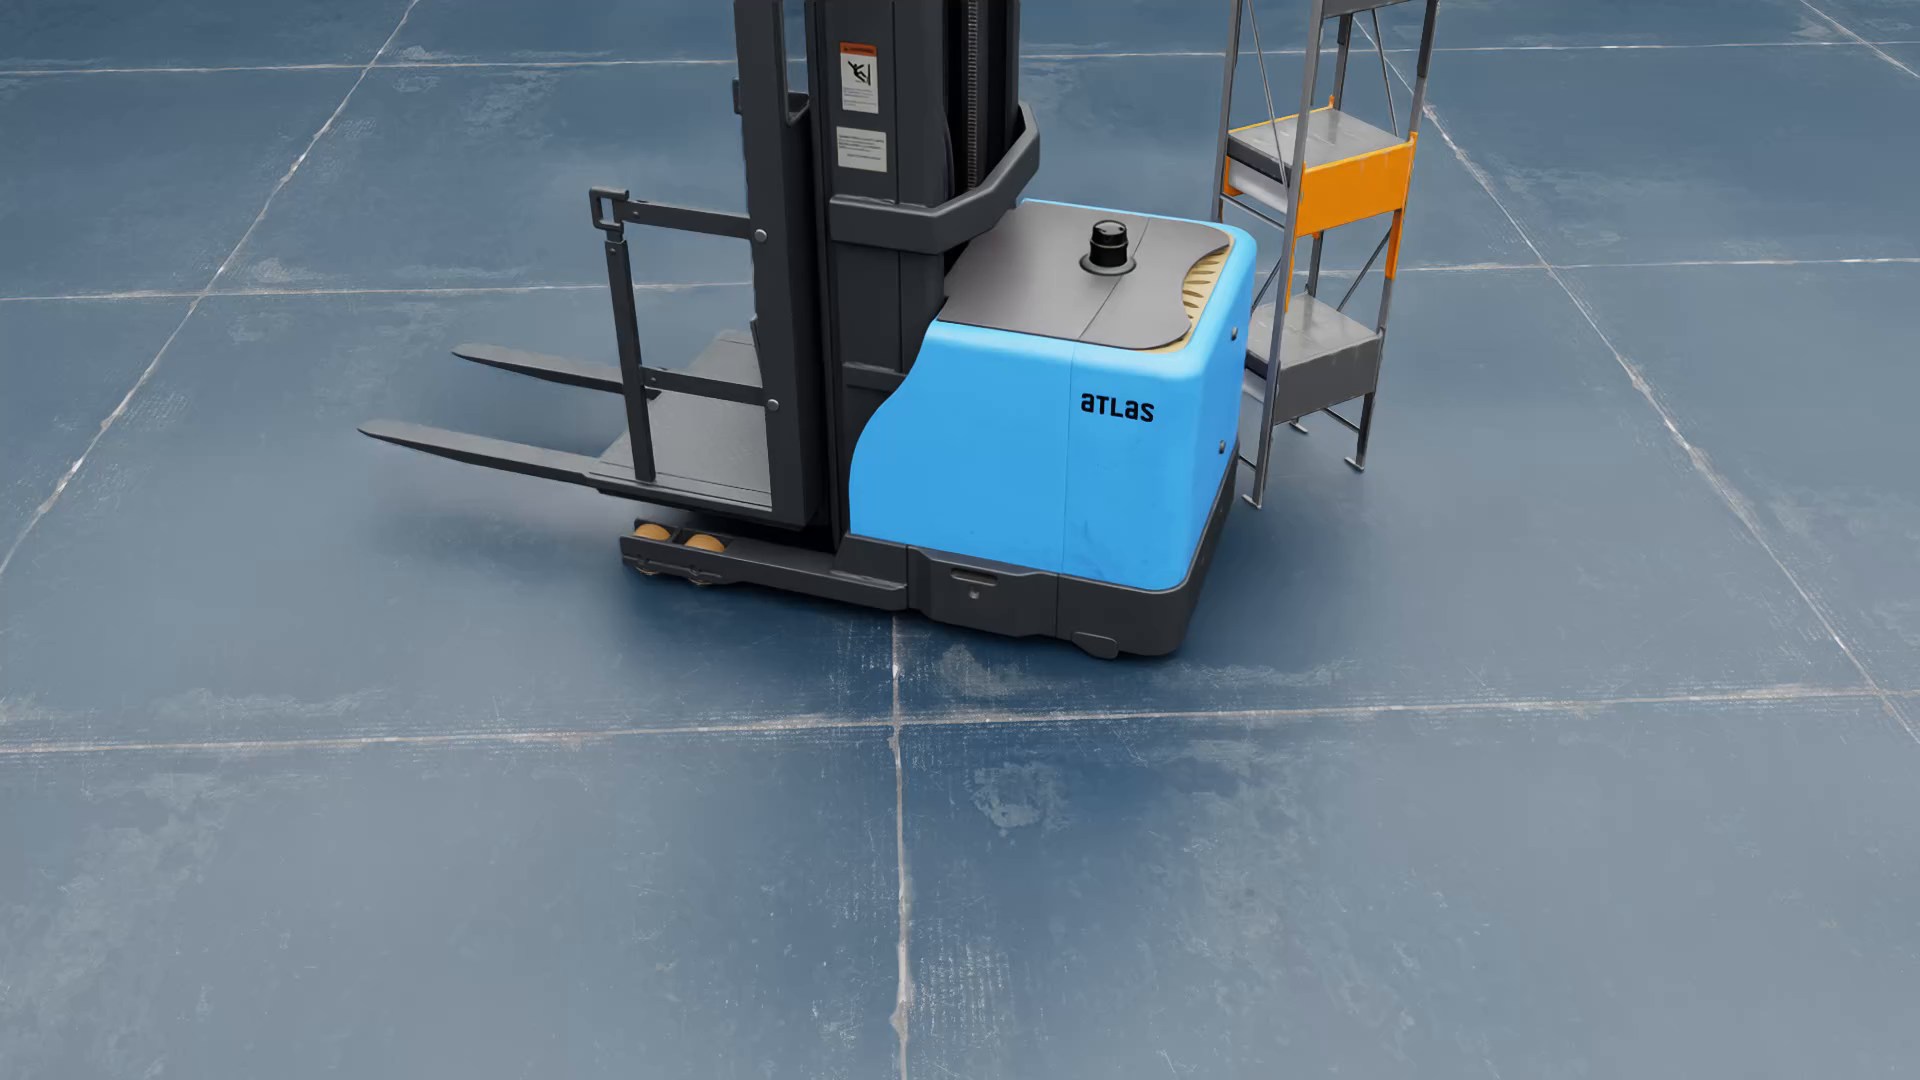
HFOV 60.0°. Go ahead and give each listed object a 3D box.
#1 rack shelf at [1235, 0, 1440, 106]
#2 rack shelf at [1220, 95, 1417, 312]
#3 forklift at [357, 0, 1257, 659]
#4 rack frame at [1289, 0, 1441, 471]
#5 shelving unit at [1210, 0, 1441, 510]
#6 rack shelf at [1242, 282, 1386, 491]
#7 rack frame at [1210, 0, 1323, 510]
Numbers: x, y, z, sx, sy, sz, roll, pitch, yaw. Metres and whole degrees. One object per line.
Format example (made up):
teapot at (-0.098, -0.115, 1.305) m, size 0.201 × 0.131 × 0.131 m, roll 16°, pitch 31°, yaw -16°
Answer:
rack shelf at (1.168, -1.707, 5.165) m, size 0.480 × 0.518 × 0.431 m, roll -19°, pitch 39°, yaw -25°
rack shelf at (1.168, -1.131, 5.564) m, size 0.480 × 0.518 × 0.431 m, roll -19°, pitch 39°, yaw -25°
forklift at (-0.614, -1.328, 5.094) m, size 3.031 × 2.935 × 1.130 m, roll 11°, pitch 36°, yaw 15°
rack frame at (1.377, -1.215, 5.660) m, size 0.015 × 2.100 × 0.400 m, roll -19°, pitch 39°, yaw -25°
shelving unit at (1.168, -1.143, 5.556) m, size 0.503 × 2.100 × 0.431 m, roll -19°, pitch 39°, yaw -25°
rack shelf at (1.168, -0.556, 5.962) m, size 0.480 × 0.518 × 0.431 m, roll -19°, pitch 39°, yaw -25°
rack frame at (0.960, -1.070, 5.452) m, size 0.015 × 2.100 × 0.400 m, roll -19°, pitch 39°, yaw -25°
